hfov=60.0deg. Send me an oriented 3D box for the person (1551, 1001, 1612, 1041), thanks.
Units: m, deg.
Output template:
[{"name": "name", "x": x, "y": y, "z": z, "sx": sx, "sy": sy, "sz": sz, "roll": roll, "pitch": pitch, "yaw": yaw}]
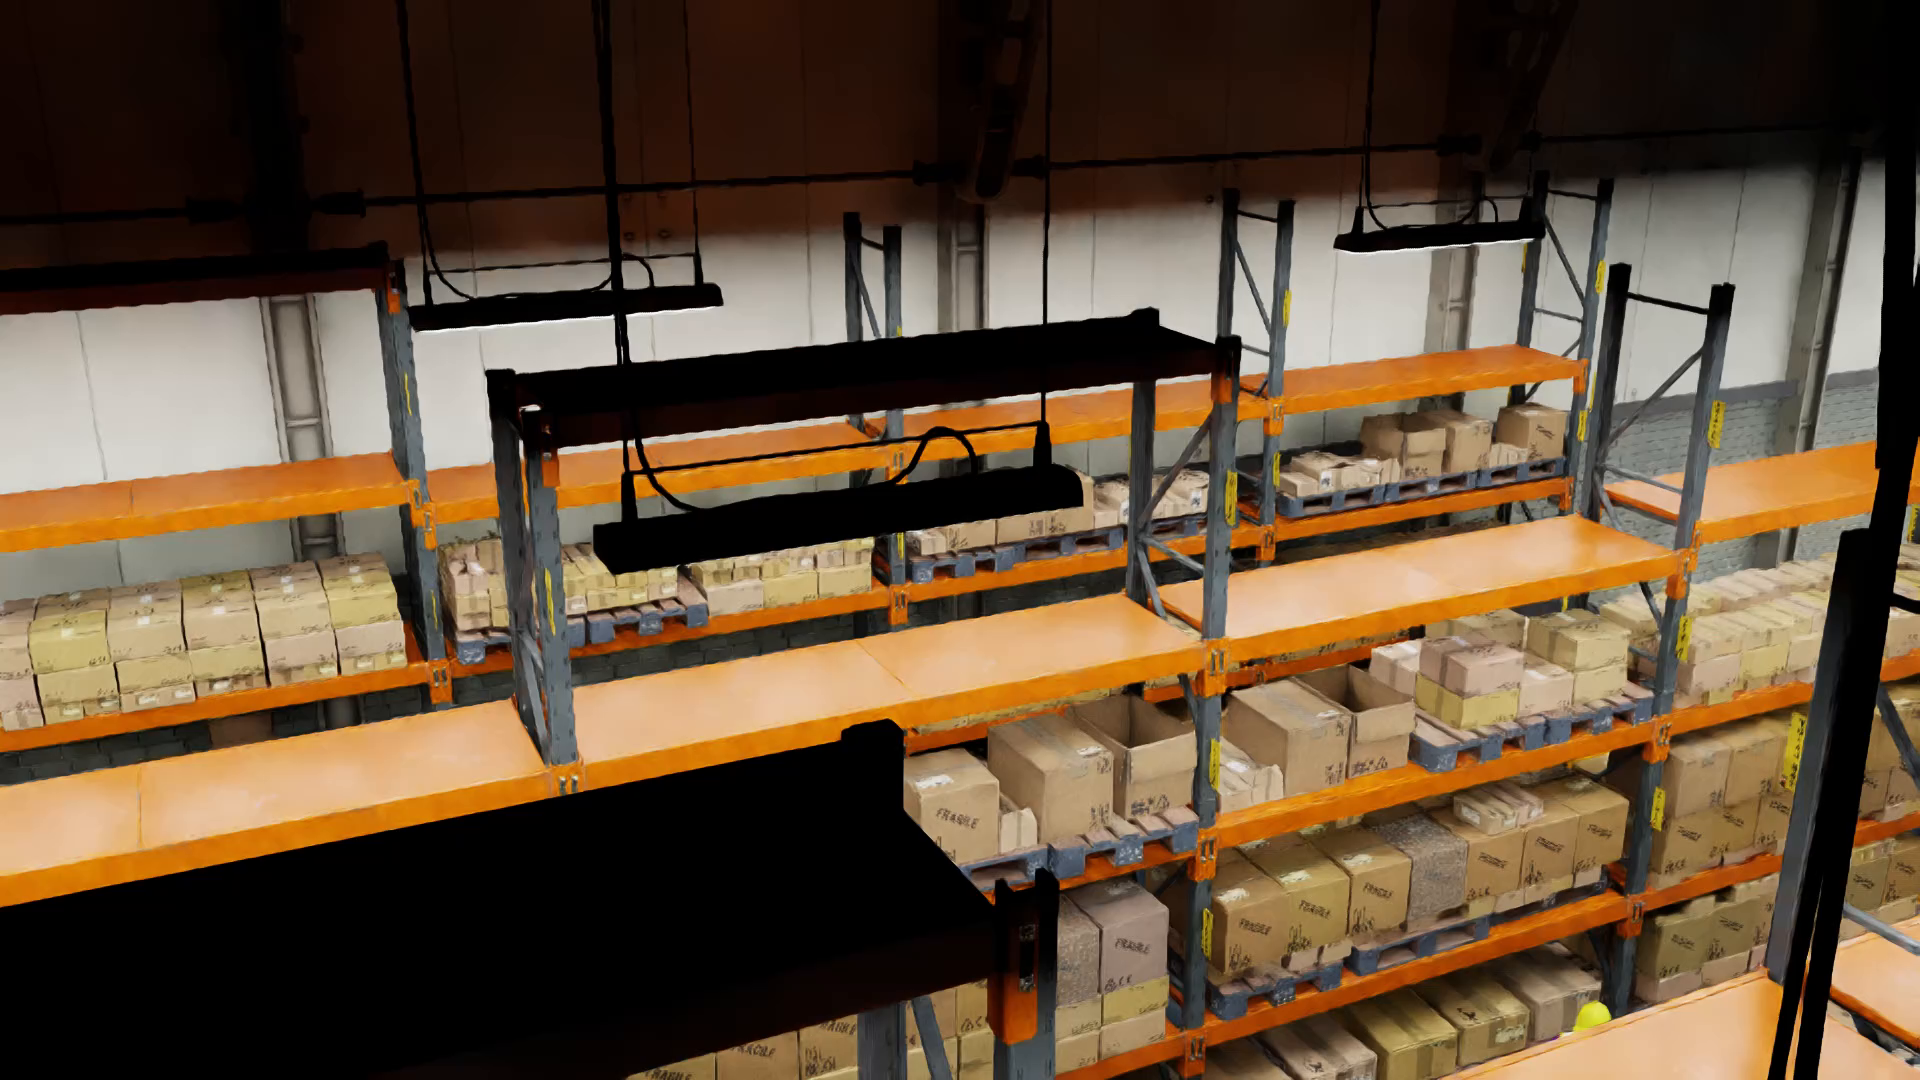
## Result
[{"name": "person", "x": 4.038, "y": 3.796, "z": 10.824, "sx": 0.673, "sy": 1.763, "sz": 0.580, "roll": 1, "pitch": 19, "yaw": 2}]
